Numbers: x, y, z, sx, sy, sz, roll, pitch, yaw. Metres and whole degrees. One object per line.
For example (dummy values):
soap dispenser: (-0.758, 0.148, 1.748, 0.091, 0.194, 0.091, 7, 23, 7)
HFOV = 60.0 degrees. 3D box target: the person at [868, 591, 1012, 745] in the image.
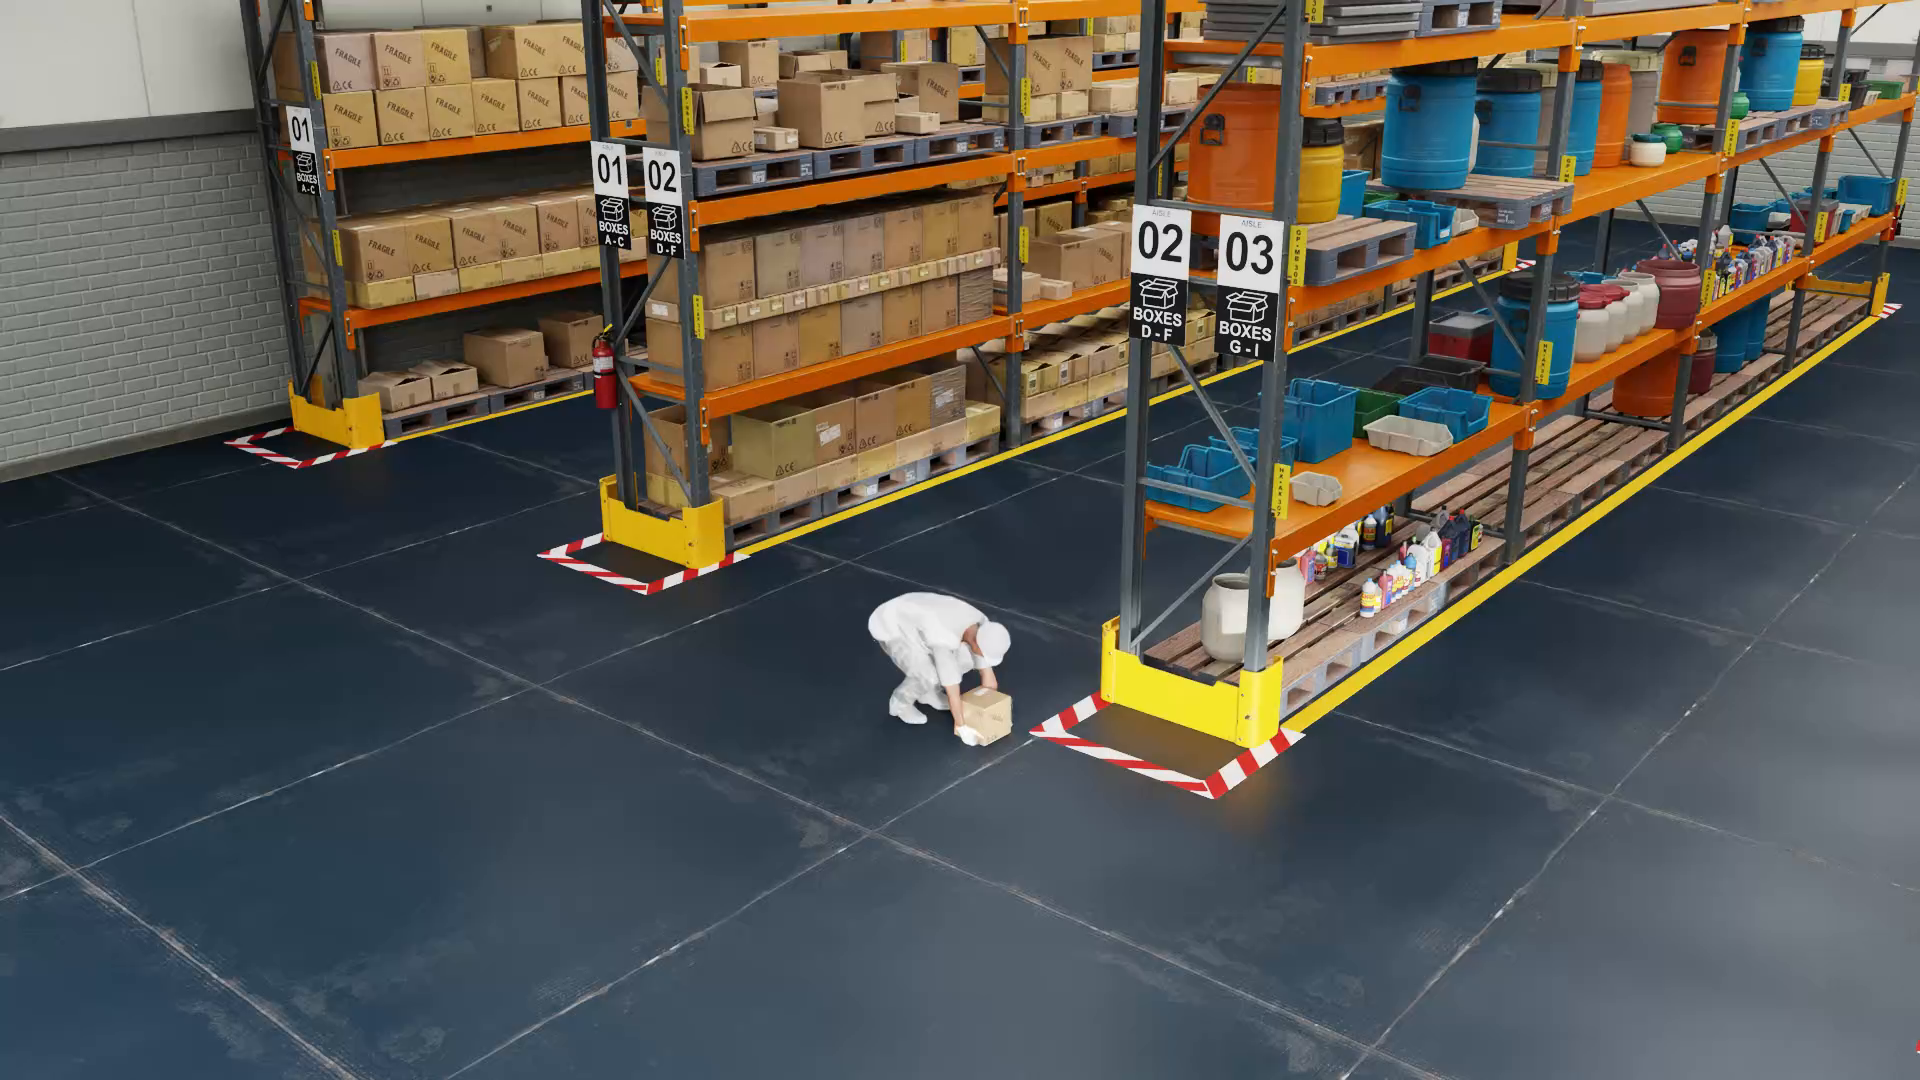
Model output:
person: (-0.102, 0.760, 10.413, 0.989, 0.830, 0.550, 16, 25, 37)
